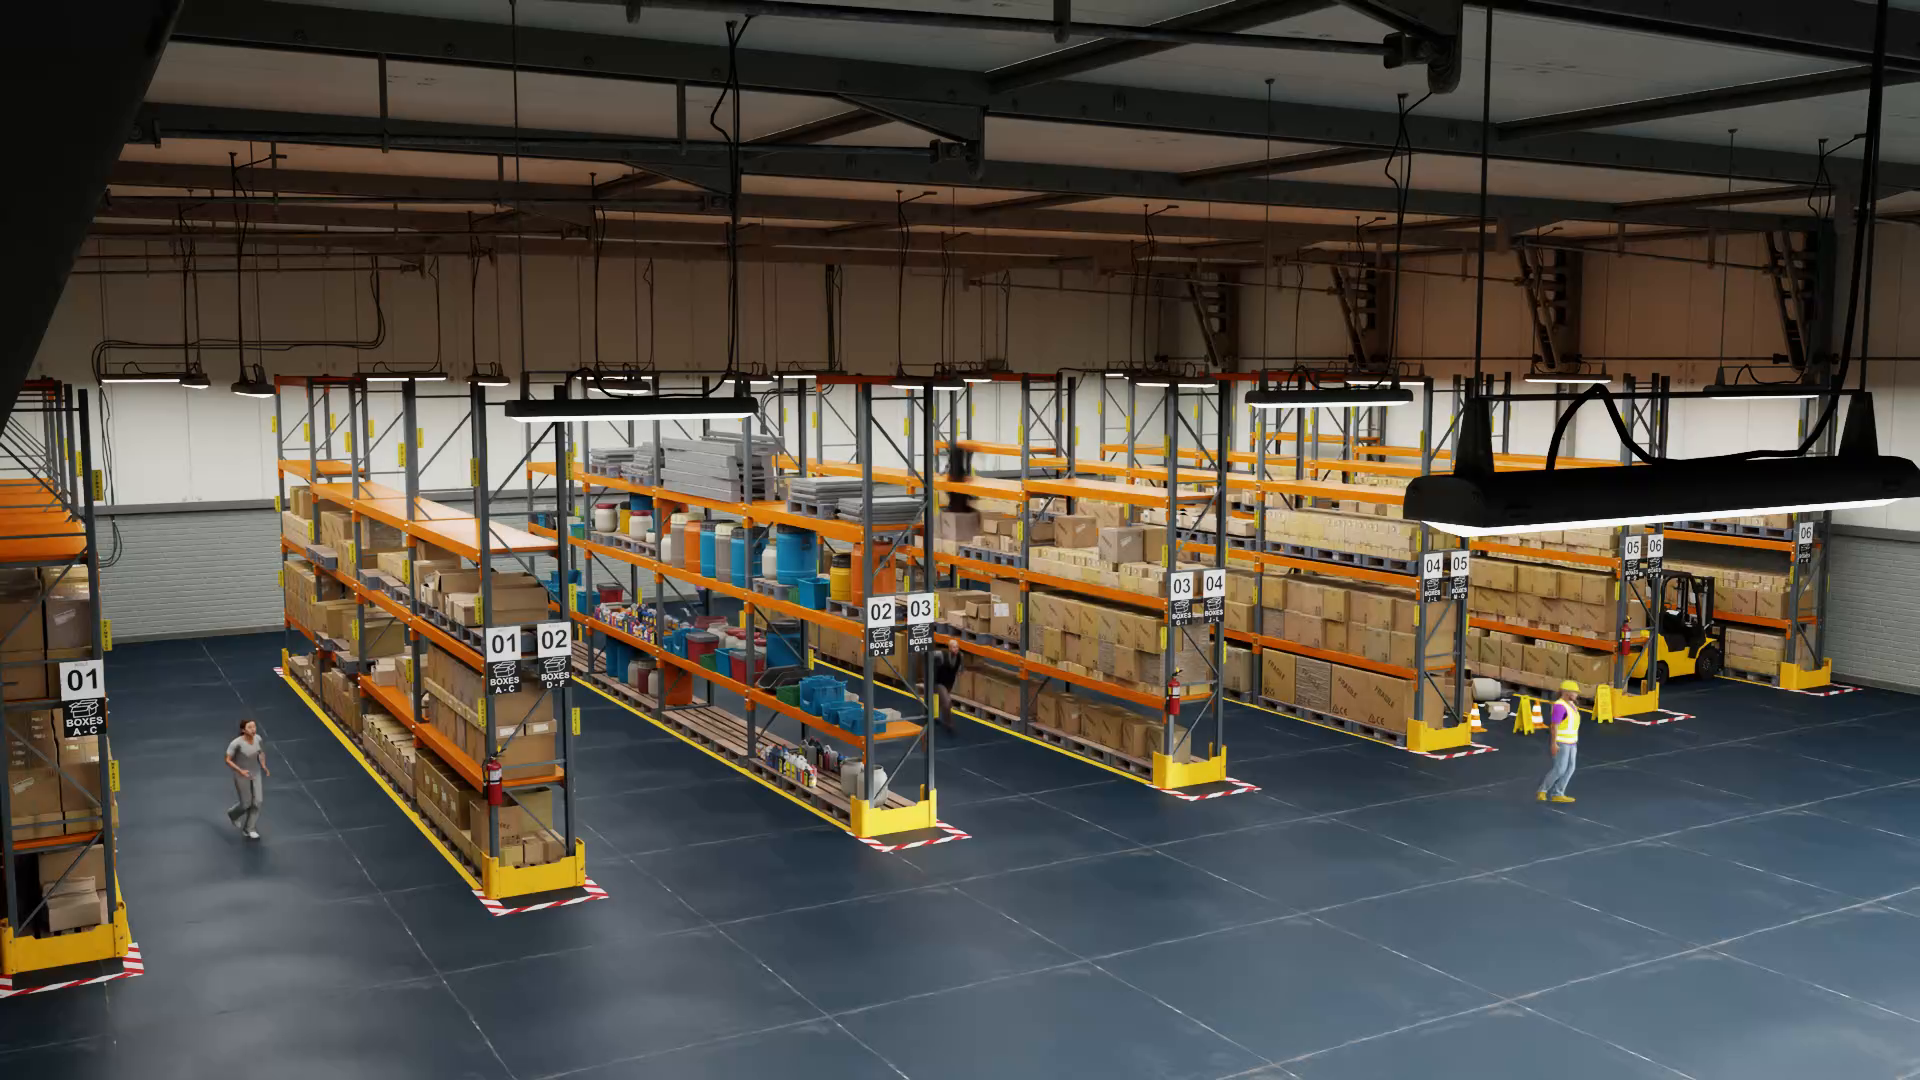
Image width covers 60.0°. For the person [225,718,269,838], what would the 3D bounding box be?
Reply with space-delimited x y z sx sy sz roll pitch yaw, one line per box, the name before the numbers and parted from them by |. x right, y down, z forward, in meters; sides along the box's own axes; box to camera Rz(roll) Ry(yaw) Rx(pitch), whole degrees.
person | -9.493 3.132 22.054 0.659 1.613 0.562 5 8 38

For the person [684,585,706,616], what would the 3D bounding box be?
person | -6.256 1.197 39.913 0.775 1.573 0.550 -2 6 -13

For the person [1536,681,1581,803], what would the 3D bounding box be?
person | 8.524 2.876 23.681 0.488 1.742 0.671 5 8 39

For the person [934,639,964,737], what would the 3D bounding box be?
person | -0.314 2.466 28.155 0.701 1.688 0.990 -4 7 -30
